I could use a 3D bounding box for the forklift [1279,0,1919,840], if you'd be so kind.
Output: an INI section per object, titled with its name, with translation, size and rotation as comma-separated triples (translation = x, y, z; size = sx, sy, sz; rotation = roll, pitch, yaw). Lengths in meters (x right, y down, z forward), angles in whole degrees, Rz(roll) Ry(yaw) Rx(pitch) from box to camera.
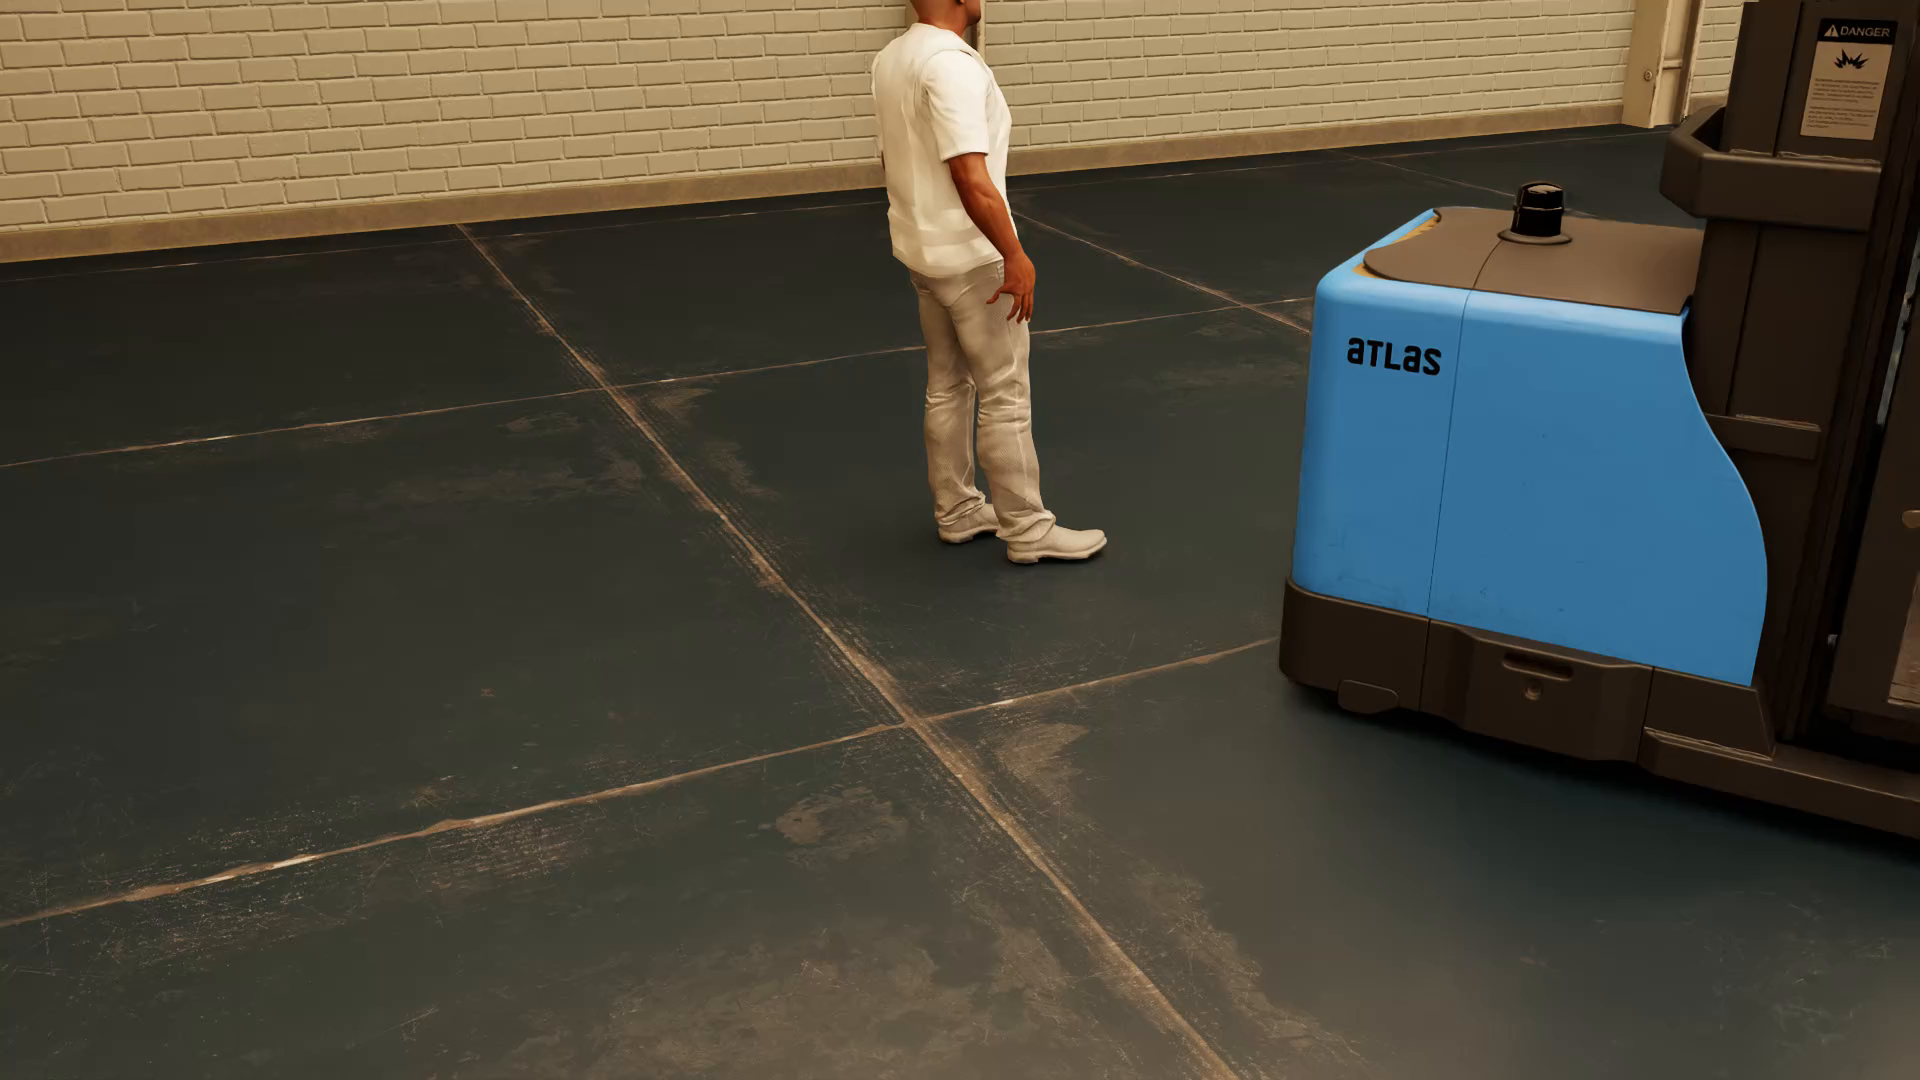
[forklift]
translation = 2.331, -0.835, 3.296
size = 3.031, 2.935, 1.130
rotation = 13, 26, 28

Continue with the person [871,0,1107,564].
[person]
translation = 0.065, -0.832, 4.787
size = 0.577, 1.765, 0.666
rotation = -10, 25, -23
